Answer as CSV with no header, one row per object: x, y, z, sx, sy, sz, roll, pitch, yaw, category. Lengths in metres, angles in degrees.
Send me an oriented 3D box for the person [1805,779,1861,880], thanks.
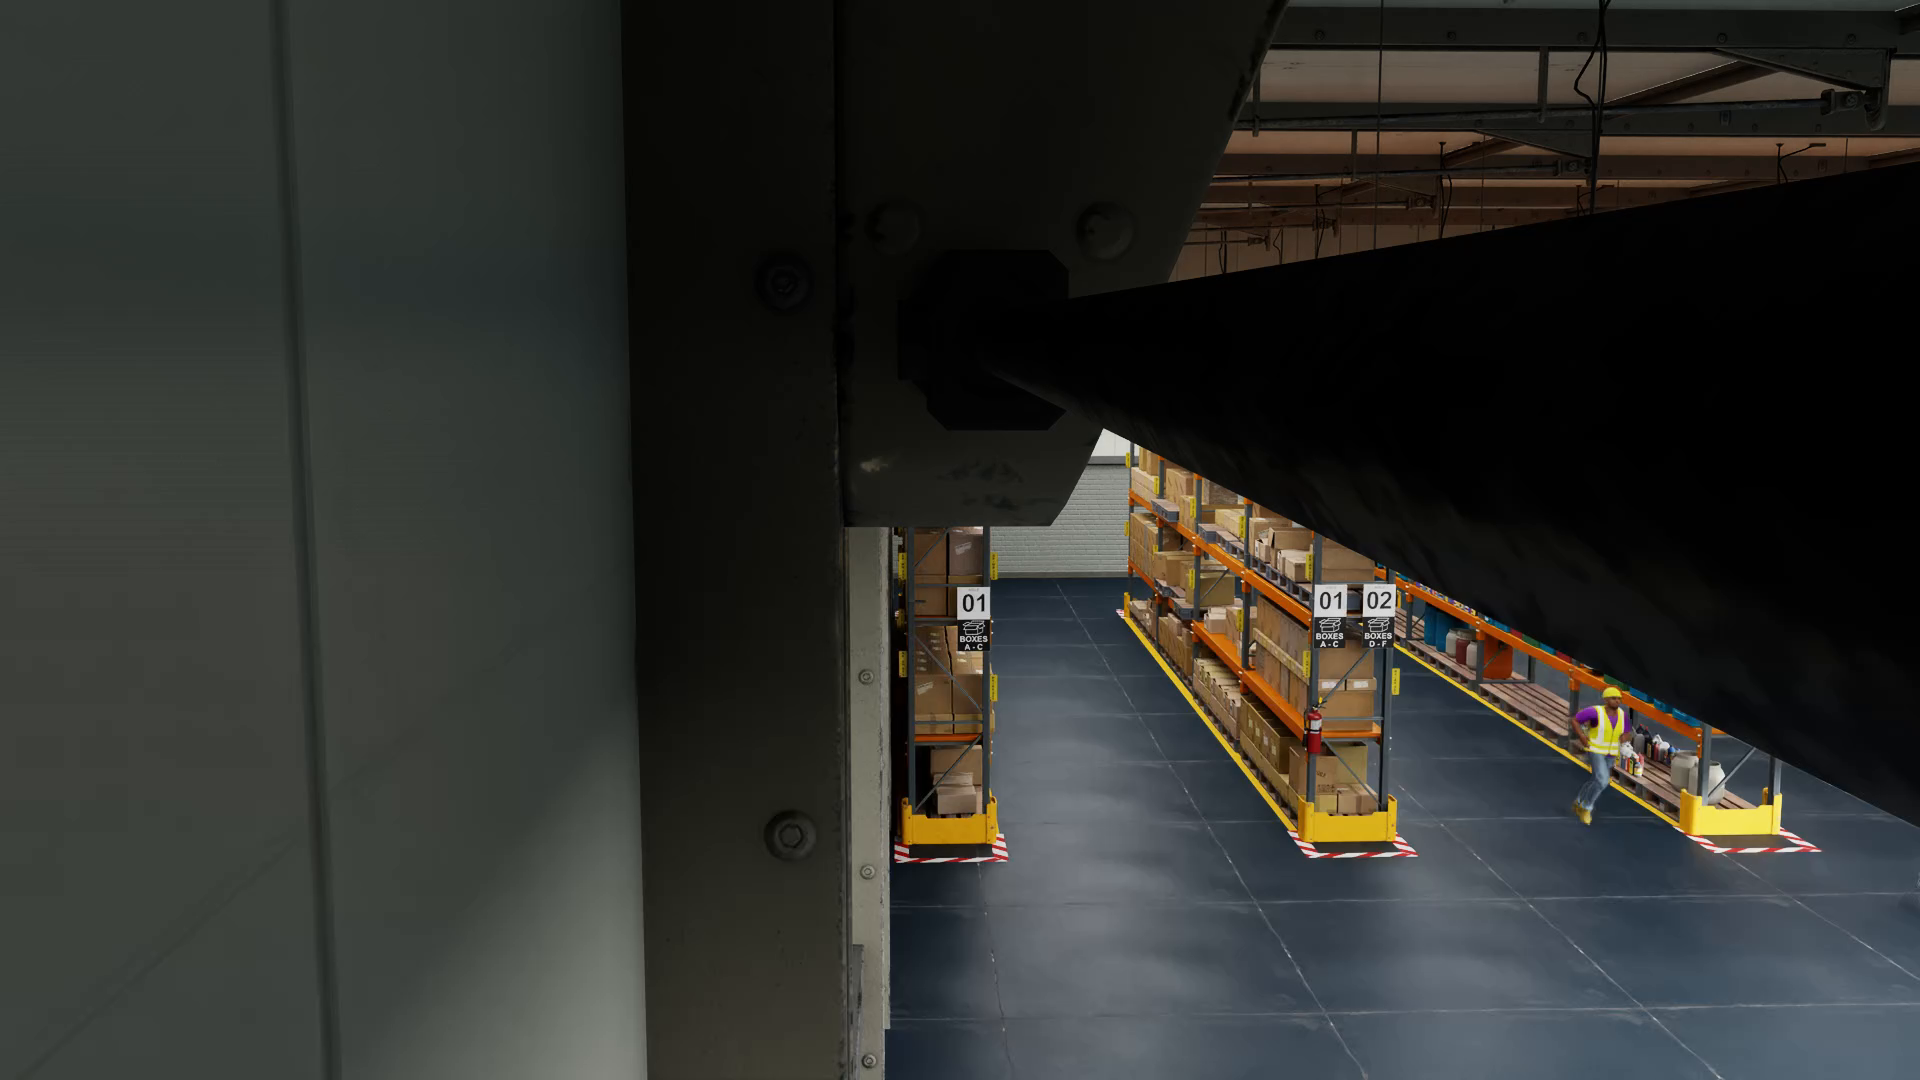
10.046,3.052,19.088,0.537,1.730,0.723,4,8,29,person
